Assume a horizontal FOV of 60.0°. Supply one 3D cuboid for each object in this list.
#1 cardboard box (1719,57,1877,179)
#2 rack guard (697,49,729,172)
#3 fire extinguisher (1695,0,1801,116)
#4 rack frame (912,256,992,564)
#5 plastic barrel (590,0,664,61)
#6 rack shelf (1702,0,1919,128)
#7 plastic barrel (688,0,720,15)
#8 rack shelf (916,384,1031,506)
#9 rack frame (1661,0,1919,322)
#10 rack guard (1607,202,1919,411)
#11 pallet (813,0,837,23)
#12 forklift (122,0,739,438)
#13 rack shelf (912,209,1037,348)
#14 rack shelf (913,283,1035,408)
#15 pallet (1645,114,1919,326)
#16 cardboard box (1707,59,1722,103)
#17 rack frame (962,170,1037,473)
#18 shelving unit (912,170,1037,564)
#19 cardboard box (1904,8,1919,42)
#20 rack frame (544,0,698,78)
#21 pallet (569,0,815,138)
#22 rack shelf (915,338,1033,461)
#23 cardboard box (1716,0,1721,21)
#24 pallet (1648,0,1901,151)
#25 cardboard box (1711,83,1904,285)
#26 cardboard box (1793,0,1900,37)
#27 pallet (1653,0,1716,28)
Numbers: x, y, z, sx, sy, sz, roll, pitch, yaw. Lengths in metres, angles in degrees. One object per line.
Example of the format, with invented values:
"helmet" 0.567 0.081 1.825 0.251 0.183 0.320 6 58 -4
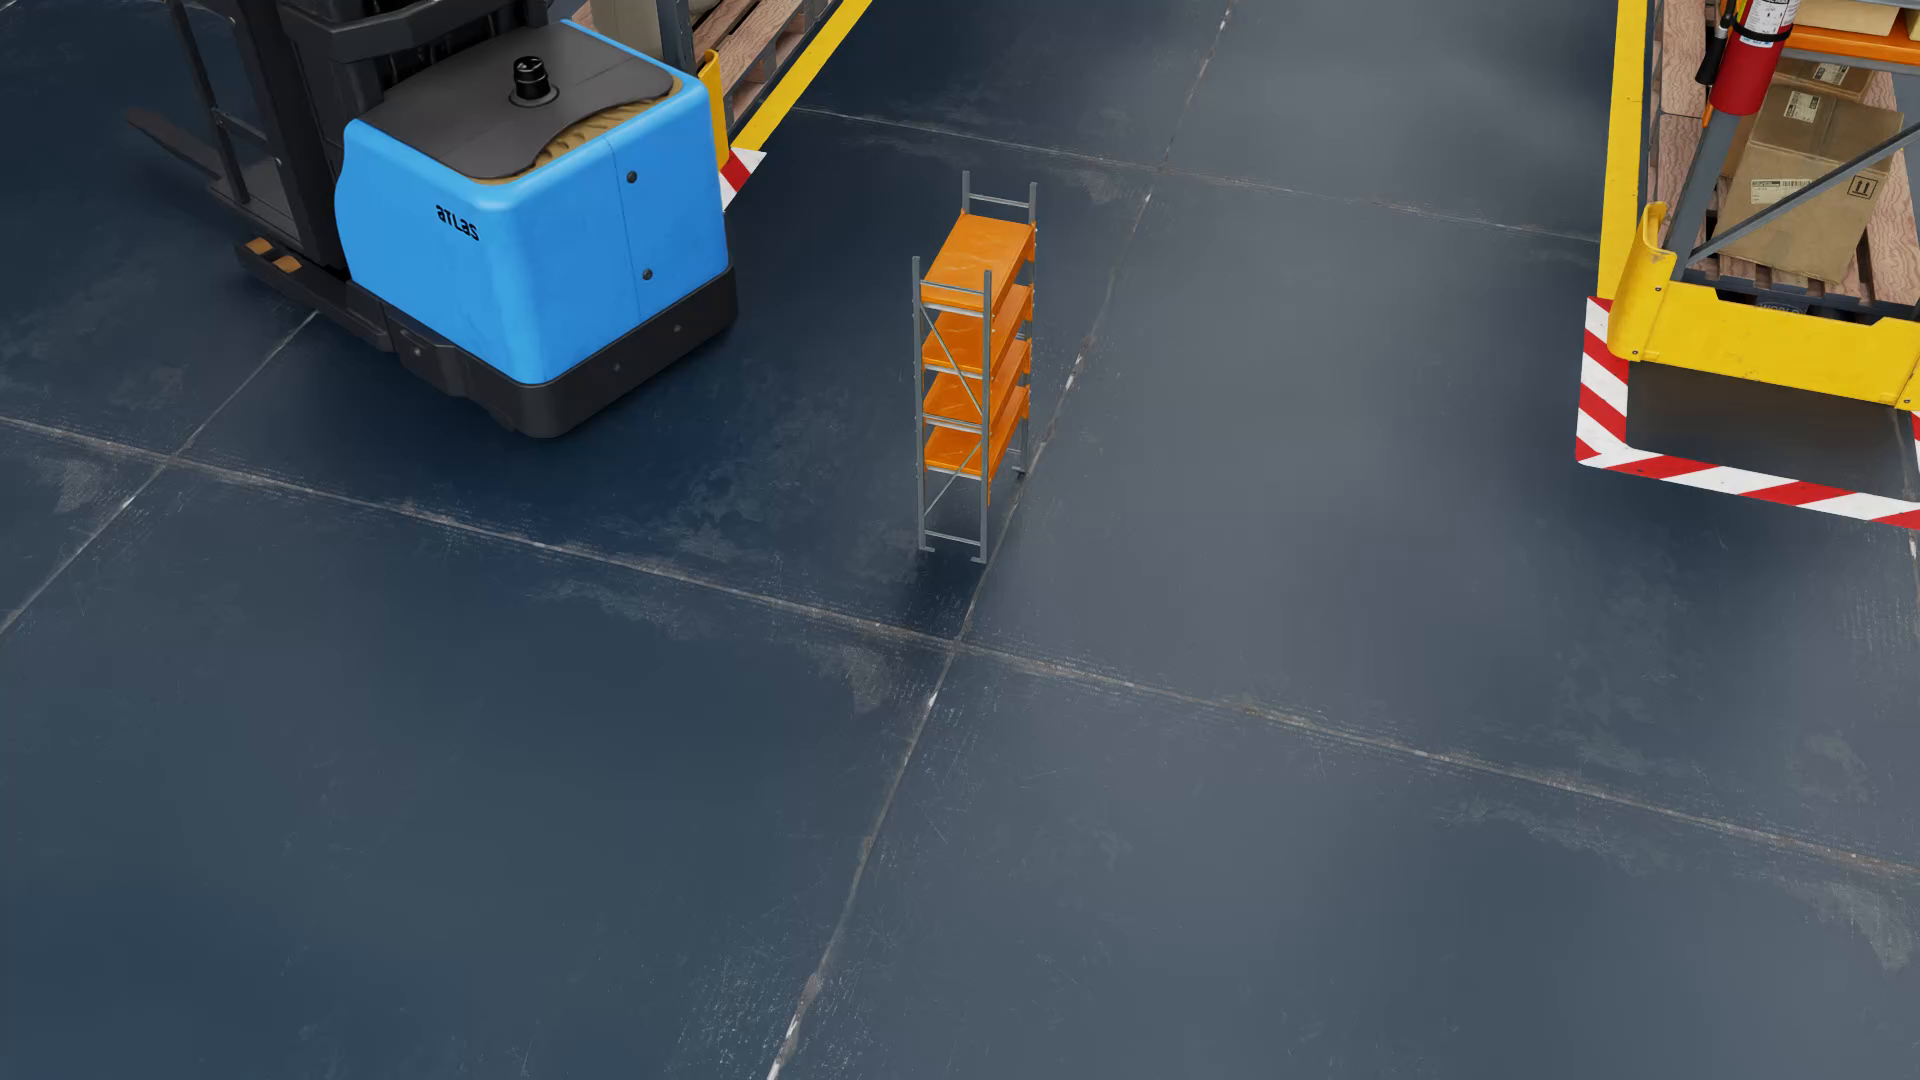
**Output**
"cardboard box" 3.460 -1.806 6.938 0.500 0.500 0.500 24 49 23
"rack guard" -1.635 -1.947 7.383 1.175 0.500 0.348 13 46 13
"fire extinguisher" 2.633 -1.725 5.423 0.296 0.674 0.183 13 46 13
"rack frame" -0.024 -0.377 5.277 0.240 1.200 0.015 13 46 12
"plastic barrel" -1.487 -2.496 7.634 0.421 0.512 0.421 0 44 0
"rack shelf" 3.713 -2.807 6.988 1.077 0.370 4.000 13 46 13
"plastic barrel" -1.335 -2.830 7.976 0.421 0.512 0.421 0 44 0
"rack shelf" 0.050 -0.349 5.629 0.258 0.148 0.480 13 46 12
"rack frame" 3.107 -1.731 5.374 1.000 3.000 0.127 13 46 13
"rack guard" 3.130 -0.888 6.300 1.175 0.500 0.348 13 46 13
"pallet" -1.013 -3.195 8.864 1.003 0.211 1.213 13 46 13
"forklift" -2.332 -2.289 5.994 3.031 2.935 1.130 30 52 27
"rack shelf" 0.050 -0.820 5.168 0.258 0.148 0.480 13 46 12
"rack shelf" 0.050 -0.651 5.334 0.258 0.148 0.480 13 46 12
"pallet" 3.410 -1.319 6.947 1.003 0.211 1.213 13 46 13
"cardboard box" 3.668 -2.219 7.360 0.500 0.500 0.500 17 47 16
"rack frame" 0.124 -0.702 5.609 0.240 1.200 0.015 13 46 12
"shelving unit" 0.050 -0.539 5.443 0.258 1.200 0.503 13 46 12
"cardboard box" 3.421 -1.781 5.605 0.380 0.149 0.250 13 46 13
"rack frame" -1.613 -2.780 6.446 1.000 3.000 0.127 13 46 13
"pallet" -1.384 -2.384 8.036 1.003 0.211 1.213 13 46 13
"rack shelf" 0.050 -0.491 5.490 0.258 0.148 0.480 13 46 12
"cardboard box" 3.880 -2.582 7.731 0.500 0.500 0.500 9 45 9
"pallet" 3.781 -2.130 7.775 1.003 0.211 1.213 13 46 13
"cardboard box" 3.312 -1.400 6.523 0.500 0.500 0.500 21 48 20
"cardboard box" 2.997 -1.875 5.701 0.380 0.149 0.250 13 46 13
"pallet" 4.149 -2.945 8.609 1.003 0.211 1.213 13 46 13
